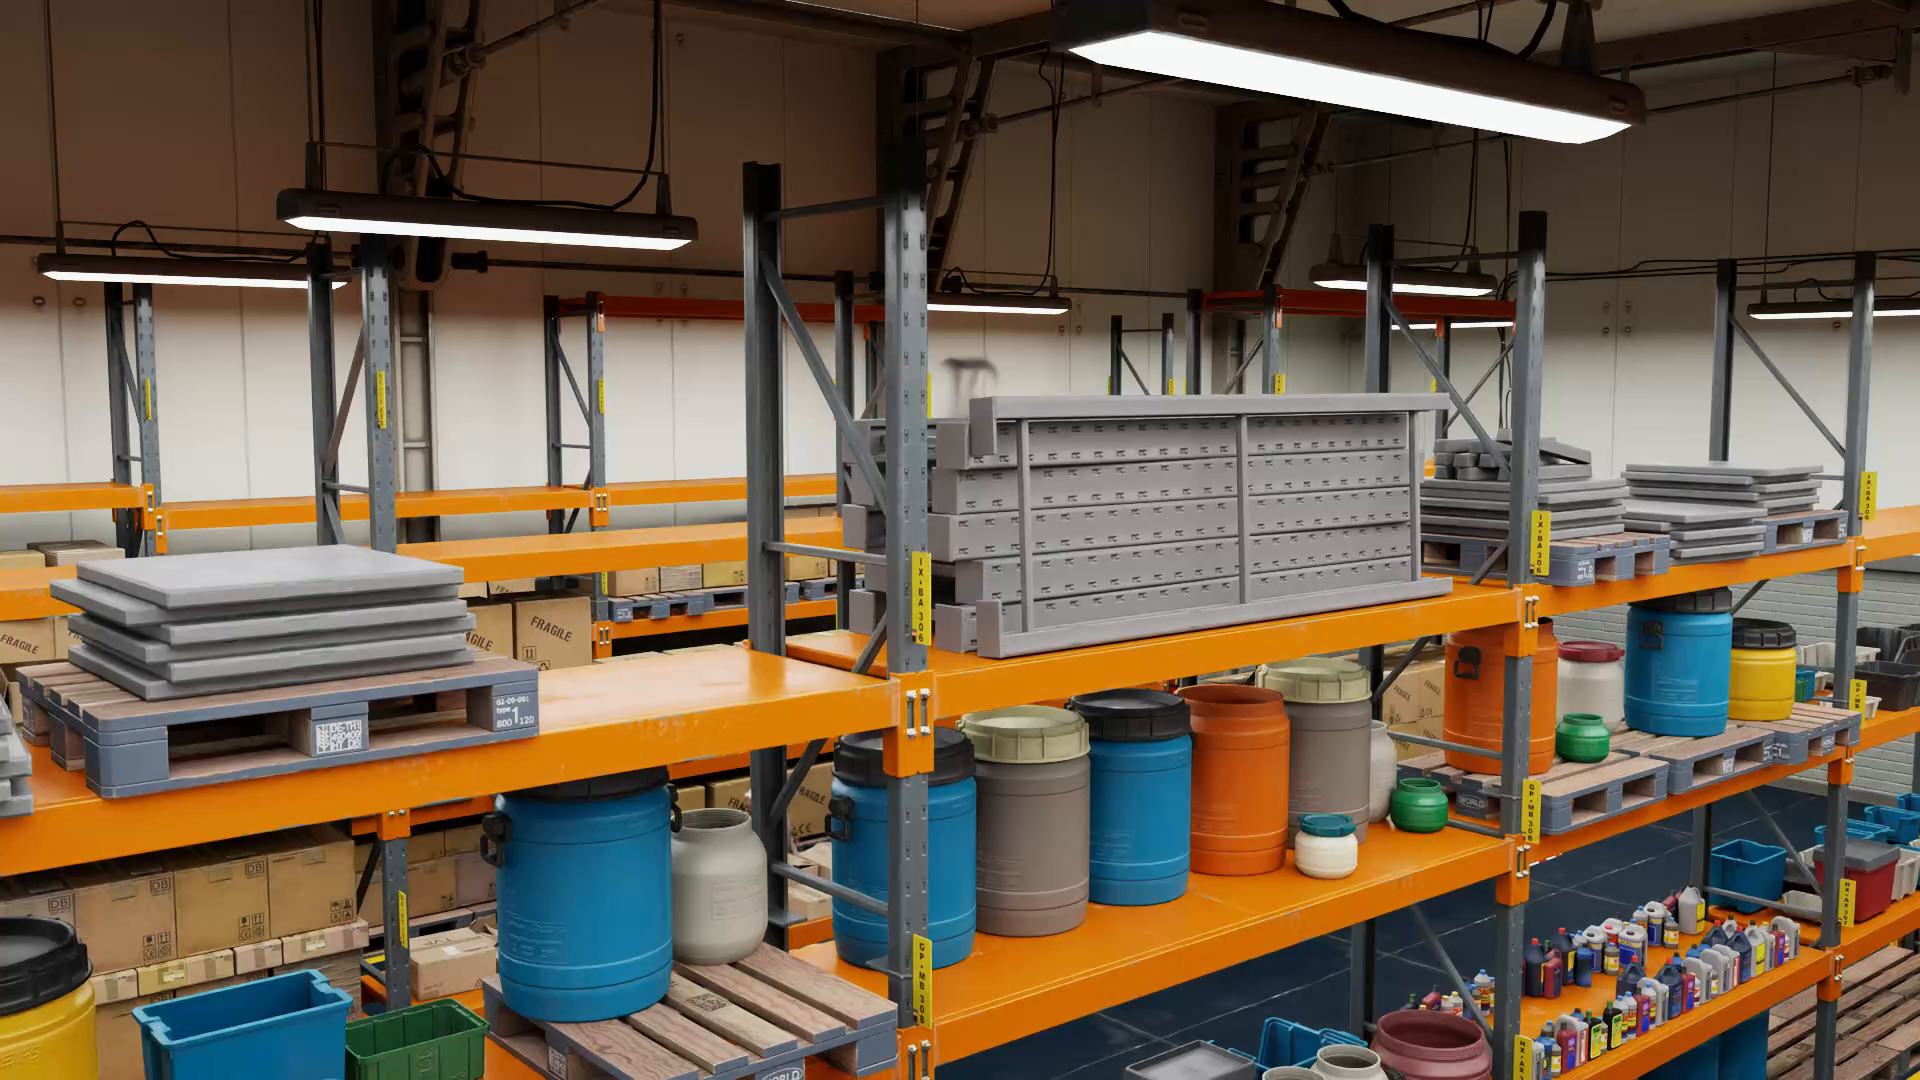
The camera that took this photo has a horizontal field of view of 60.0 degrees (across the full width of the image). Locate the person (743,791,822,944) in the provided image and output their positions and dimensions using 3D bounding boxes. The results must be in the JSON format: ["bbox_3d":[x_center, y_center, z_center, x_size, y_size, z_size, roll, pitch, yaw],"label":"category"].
[{"bbox_3d":[-1.559,2.909,14.337,0.924,1.723,0.643,-5,7,-42],"label":"person"}]
